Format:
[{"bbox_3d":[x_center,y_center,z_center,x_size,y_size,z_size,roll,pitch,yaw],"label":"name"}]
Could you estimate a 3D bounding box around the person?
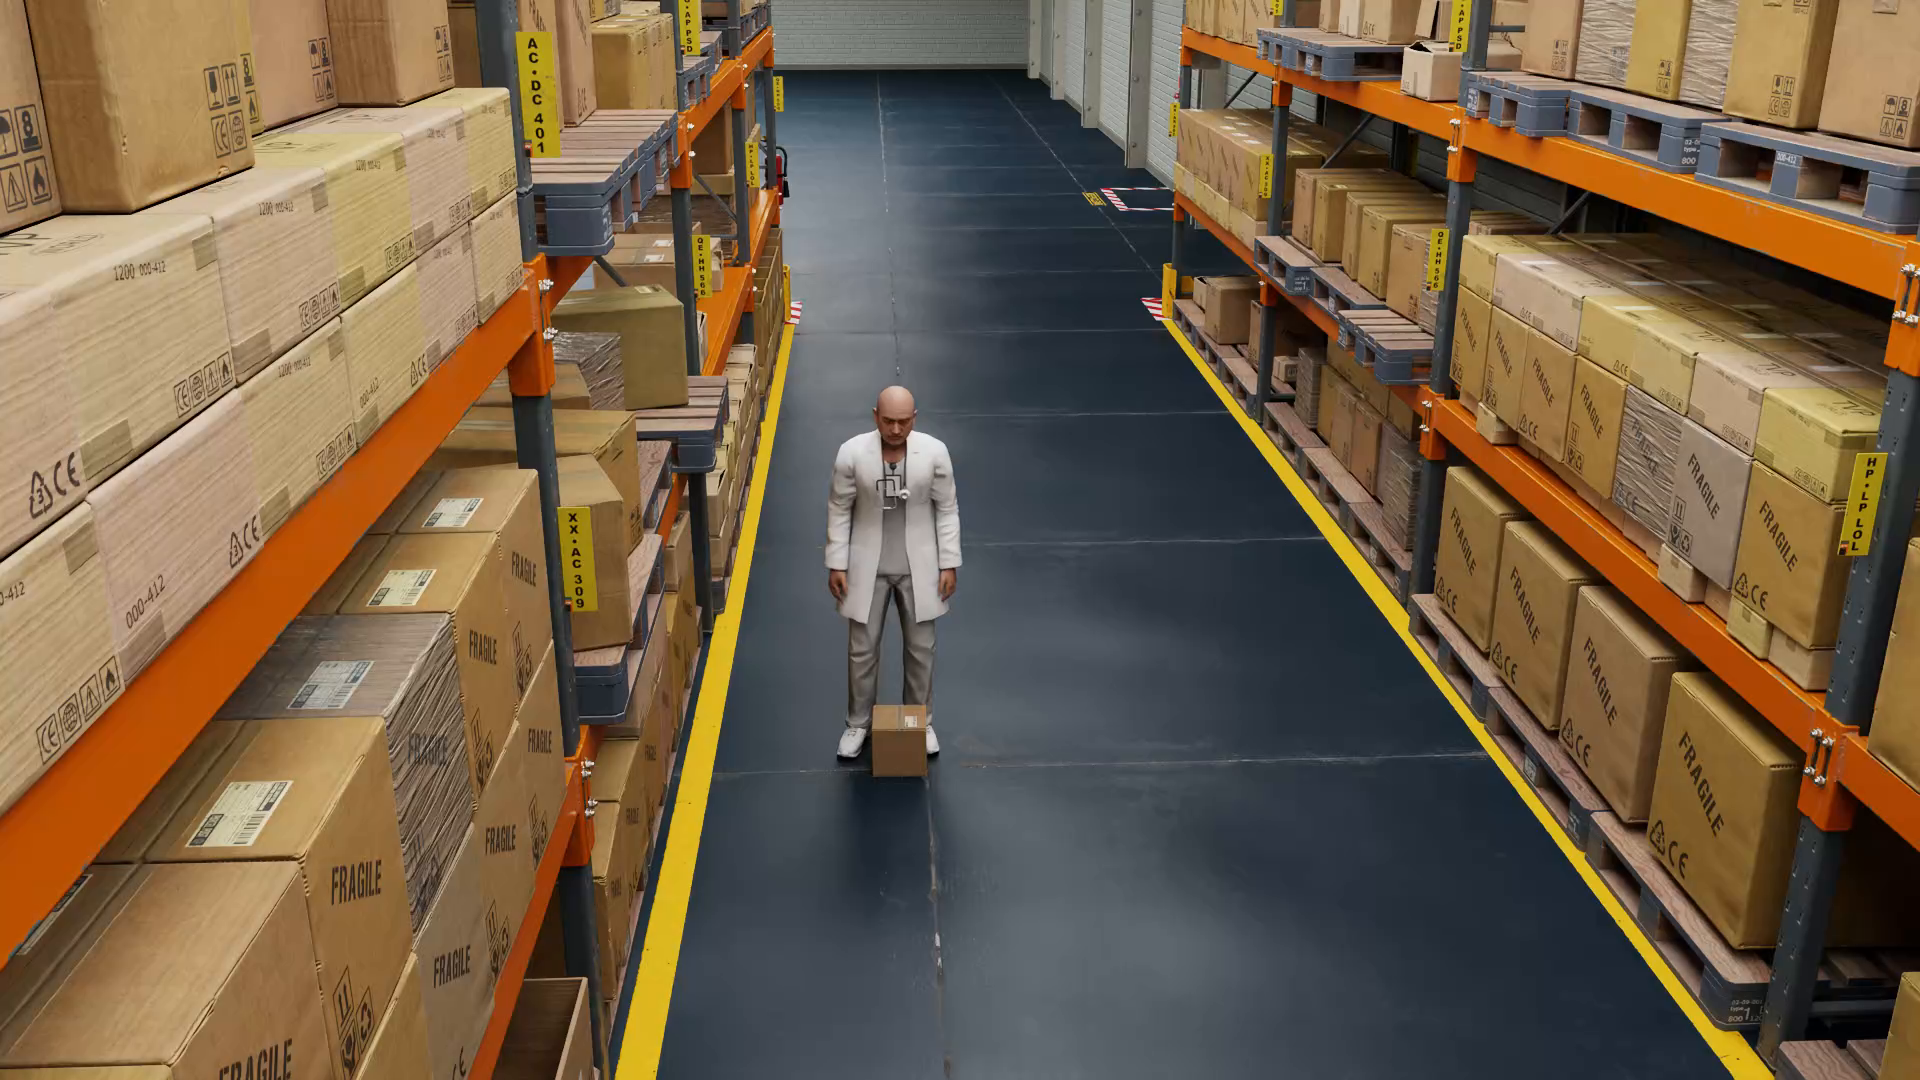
[{"bbox_3d":[-0.311,0.137,7.724,0.643,1.773,0.427,-1,20,-3],"label":"person"}]
